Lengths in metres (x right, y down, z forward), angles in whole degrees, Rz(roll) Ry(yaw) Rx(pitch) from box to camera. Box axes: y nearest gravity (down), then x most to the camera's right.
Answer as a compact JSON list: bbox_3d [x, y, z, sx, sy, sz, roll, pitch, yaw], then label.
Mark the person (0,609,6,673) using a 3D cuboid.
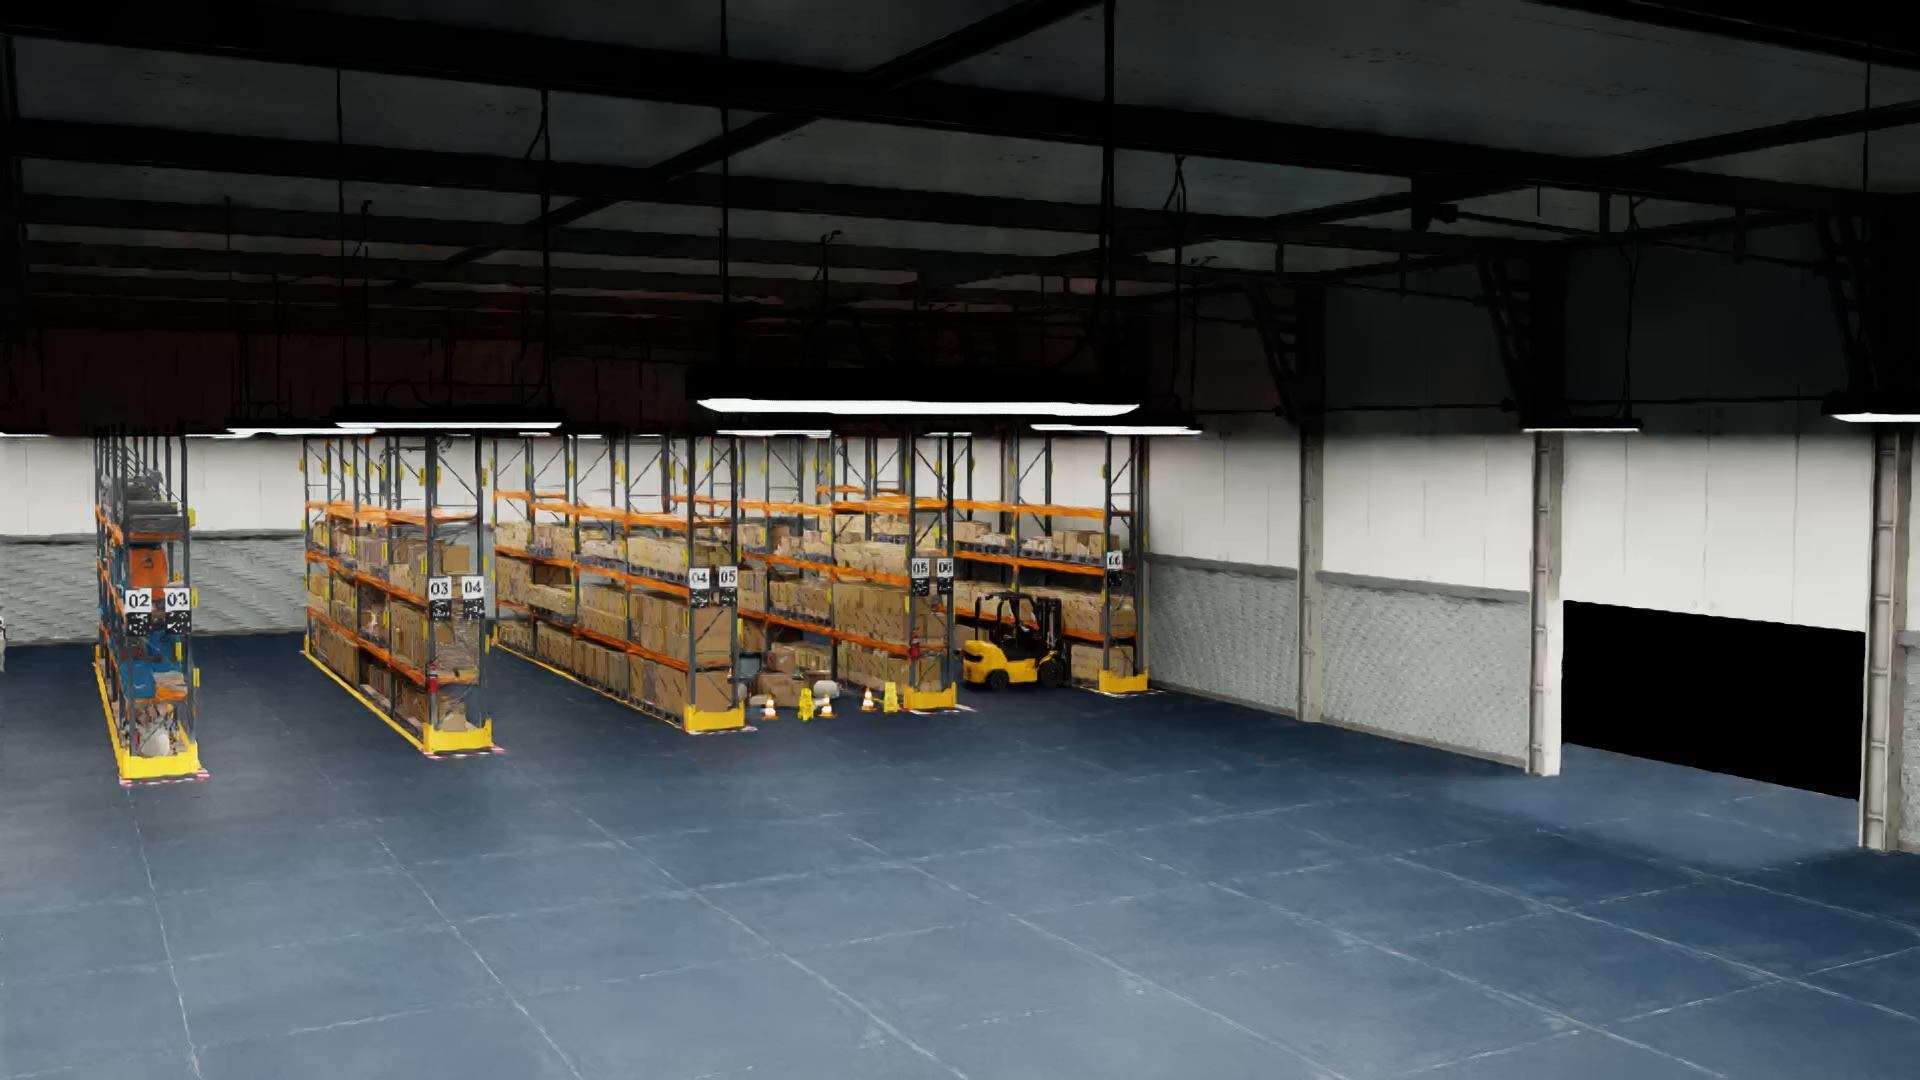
[{"bbox_3d":[-23.673,2.441,40.804,0.447,1.589,1.088,-2,4,-27],"label":"person"}]
